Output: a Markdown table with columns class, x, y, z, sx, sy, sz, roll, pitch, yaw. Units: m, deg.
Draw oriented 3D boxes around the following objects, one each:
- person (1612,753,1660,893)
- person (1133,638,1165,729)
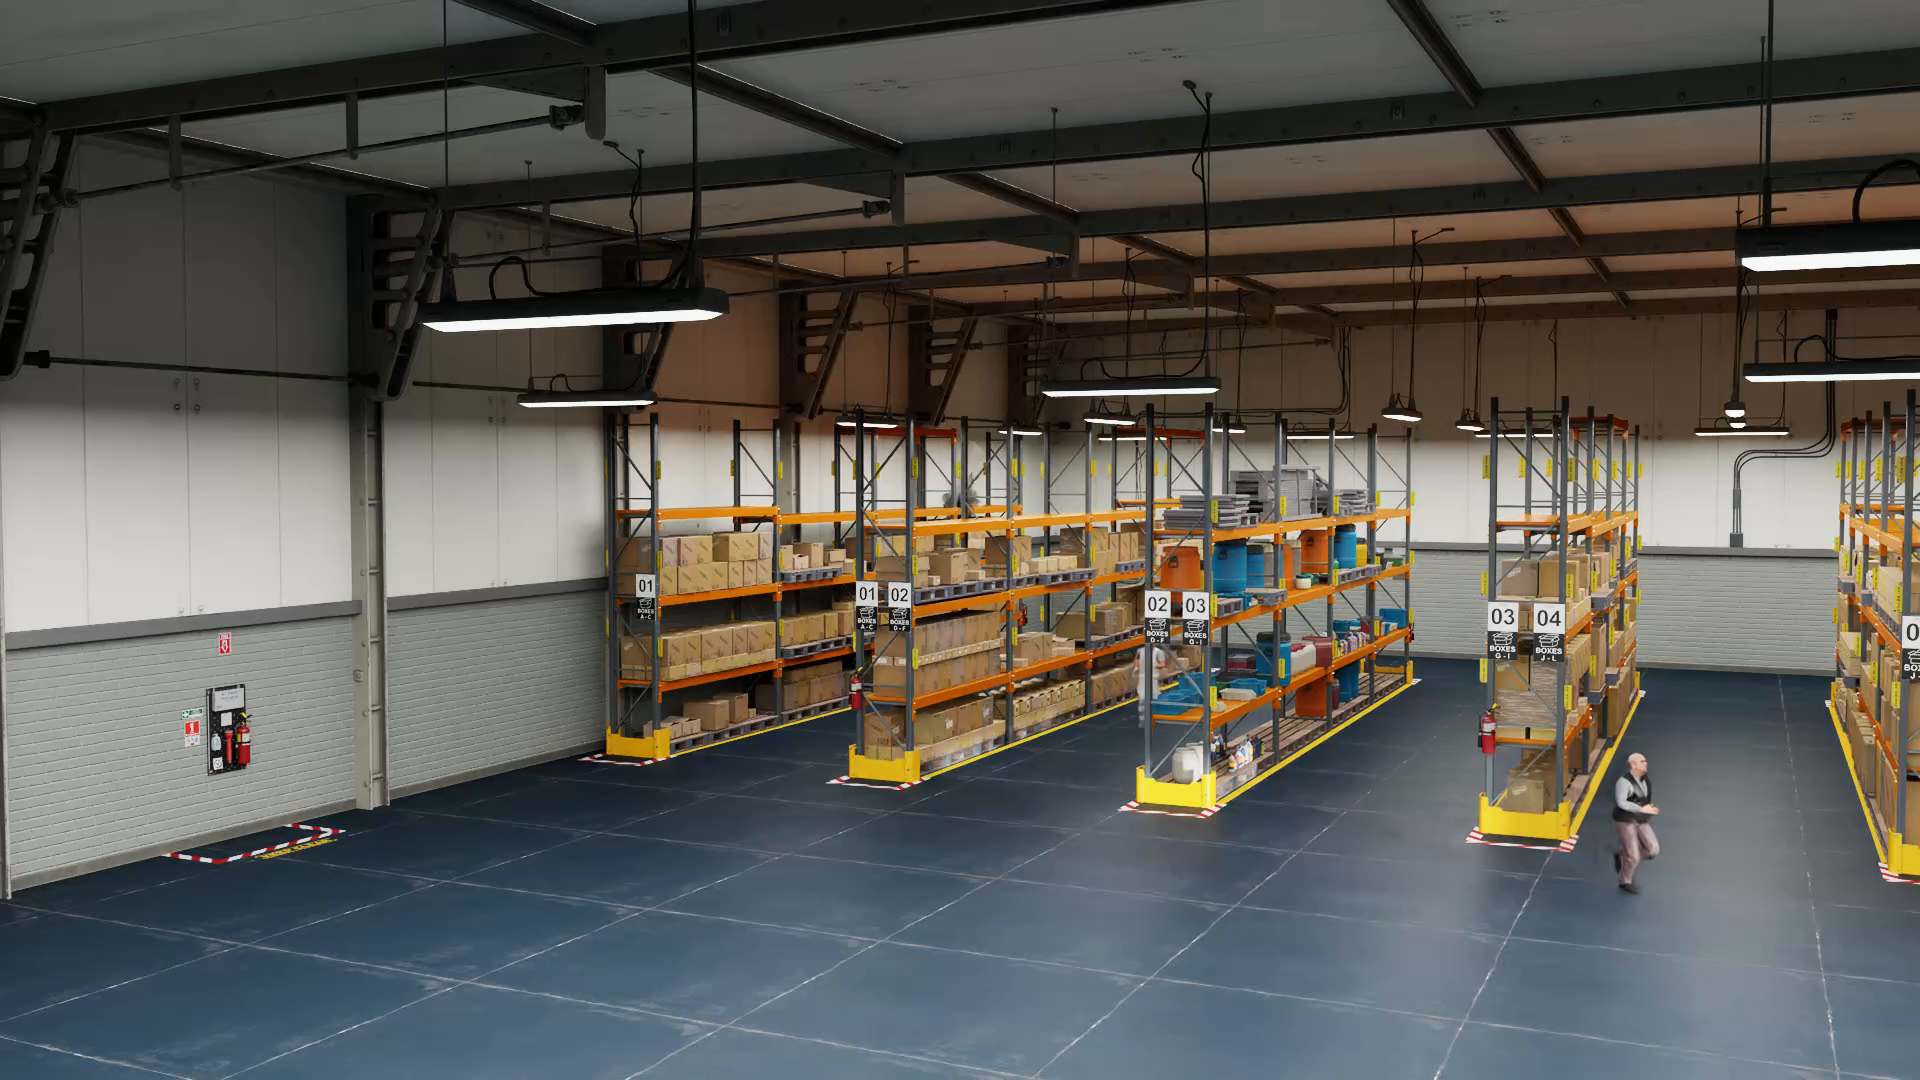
| class | x | y | z | sx | sy | sz | roll | pitch | yaw |
| --- | --- | --- | --- | --- | --- | --- | --- | --- | --- |
| person | 8.005 | 3.346 | 19.636 | 0.698 | 1.671 | 0.643 | -2 | 3 | -34 |
| person | 3.679 | 2.722 | 32.404 | 0.663 | 1.820 | 0.846 | 1 | 3 | 17 |
